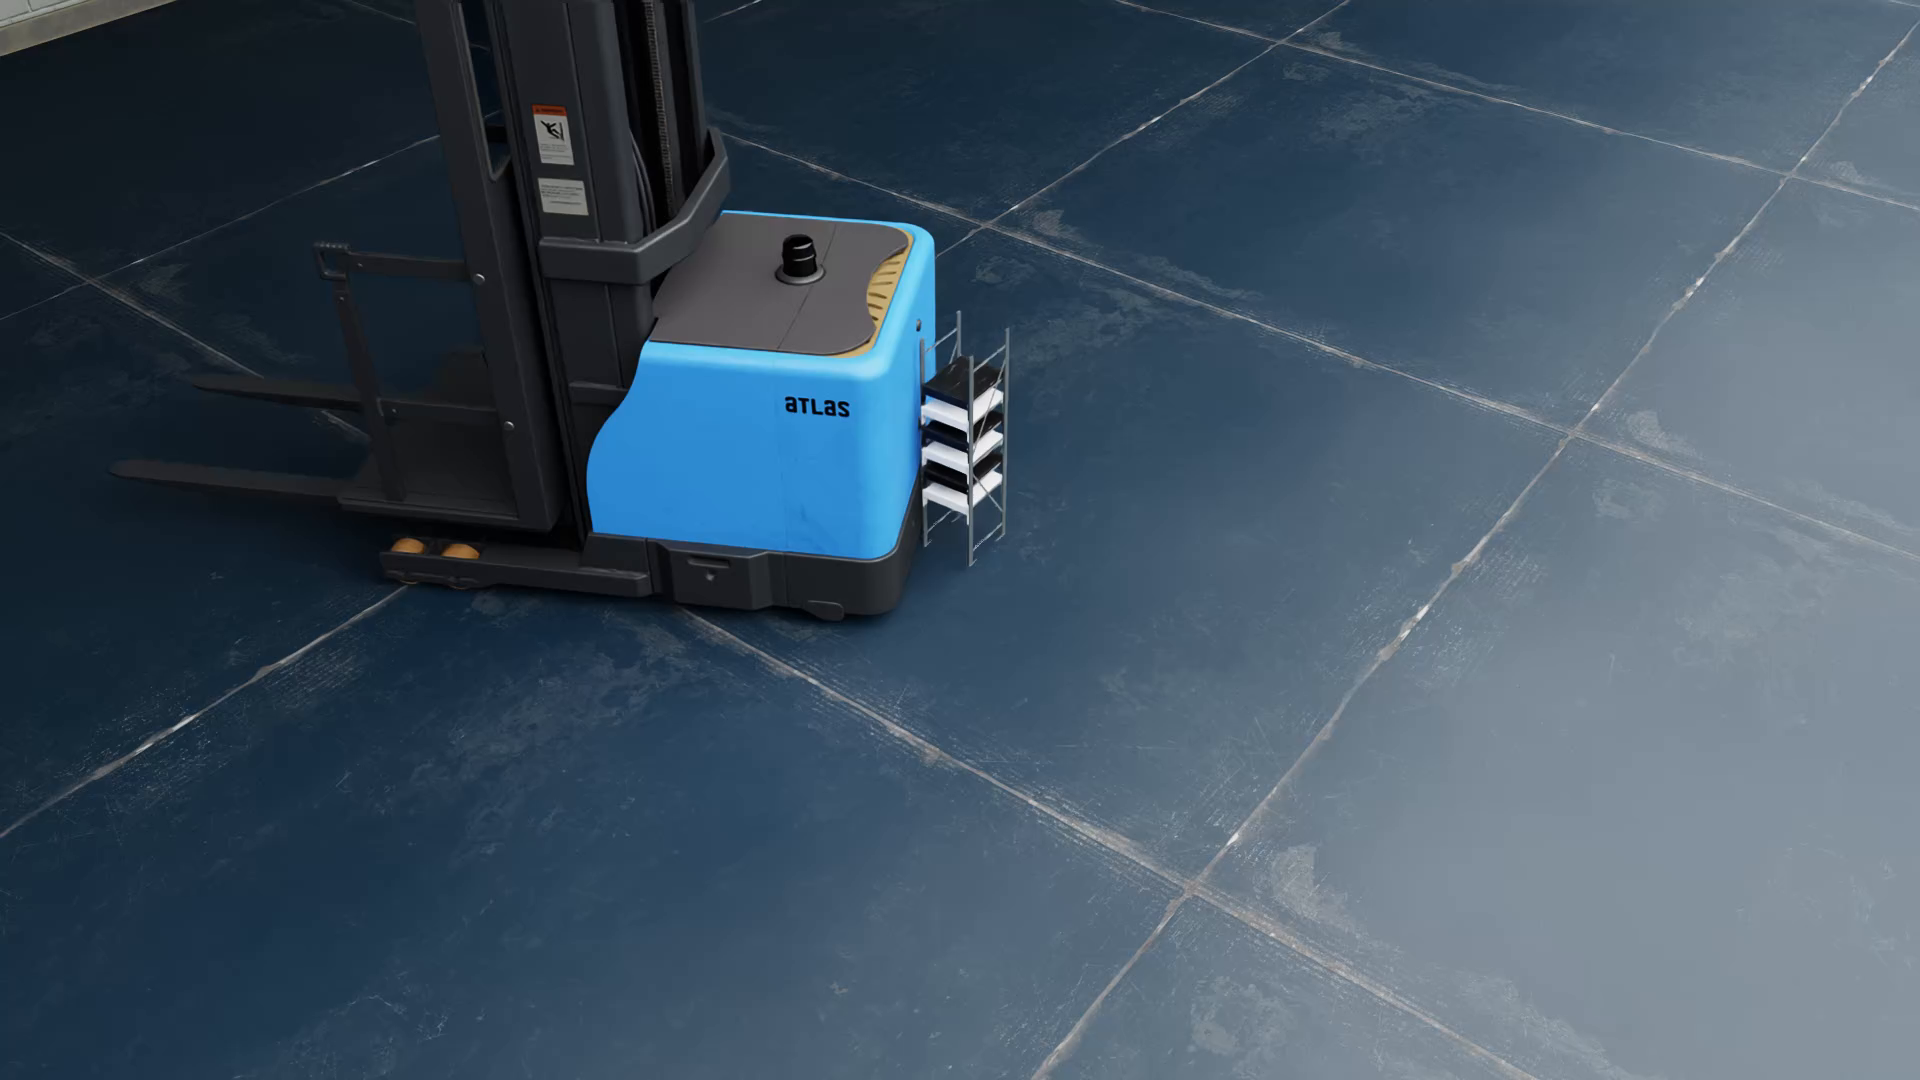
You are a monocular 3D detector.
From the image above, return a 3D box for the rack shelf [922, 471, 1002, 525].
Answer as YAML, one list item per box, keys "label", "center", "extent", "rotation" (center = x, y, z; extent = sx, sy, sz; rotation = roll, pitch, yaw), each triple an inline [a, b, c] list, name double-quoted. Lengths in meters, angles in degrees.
- label: "rack shelf"
  center: [0.016, -0.182, 6.099]
  extent: [0.200, 0.077, 0.258]
  rotation: [23, 43, 26]

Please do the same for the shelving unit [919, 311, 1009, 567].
- label: "shelving unit"
  center: [0.016, -0.351, 5.967]
  extent: [0.210, 0.900, 0.258]
  rotation: [23, 43, 26]

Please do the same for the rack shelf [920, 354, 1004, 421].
- label: "rack shelf"
  center: [0.016, -0.537, 5.822]
  extent: [0.200, 0.077, 0.258]
  rotation: [23, 43, 26]

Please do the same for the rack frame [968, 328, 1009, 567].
- label: "rack frame"
  center: [0.100, -0.315, 5.922]
  extent: [0.006, 0.900, 0.240]
  rotation: [23, 43, 26]

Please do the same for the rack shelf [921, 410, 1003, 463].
- label: "rack shelf"
  center: [0.016, -0.395, 5.933]
  extent: [0.200, 0.077, 0.258]
  rotation: [23, 43, 26]

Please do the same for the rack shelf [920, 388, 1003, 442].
- label: "rack shelf"
  center: [0.016, -0.466, 5.877]
  extent: [0.200, 0.077, 0.258]
  rotation: [23, 43, 26]

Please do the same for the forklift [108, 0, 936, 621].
- label: "forklift"
  center: [-1.641, -1.290, 5.520]
  extent: [3.031, 2.935, 1.130]
  rotation: [6, 38, 7]

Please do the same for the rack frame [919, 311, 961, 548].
- label: "rack frame"
  center: [-0.068, -0.386, 6.013]
  extent: [0.006, 0.900, 0.240]
  rotation: [23, 43, 26]

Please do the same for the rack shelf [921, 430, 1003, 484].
- label: "rack shelf"
  center: [0.016, -0.324, 5.988]
  extent: [0.200, 0.077, 0.258]
  rotation: [23, 43, 26]

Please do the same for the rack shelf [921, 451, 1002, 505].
- label: "rack shelf"
  center: [0.016, -0.253, 6.043]
  extent: [0.200, 0.077, 0.258]
  rotation: [23, 43, 26]
